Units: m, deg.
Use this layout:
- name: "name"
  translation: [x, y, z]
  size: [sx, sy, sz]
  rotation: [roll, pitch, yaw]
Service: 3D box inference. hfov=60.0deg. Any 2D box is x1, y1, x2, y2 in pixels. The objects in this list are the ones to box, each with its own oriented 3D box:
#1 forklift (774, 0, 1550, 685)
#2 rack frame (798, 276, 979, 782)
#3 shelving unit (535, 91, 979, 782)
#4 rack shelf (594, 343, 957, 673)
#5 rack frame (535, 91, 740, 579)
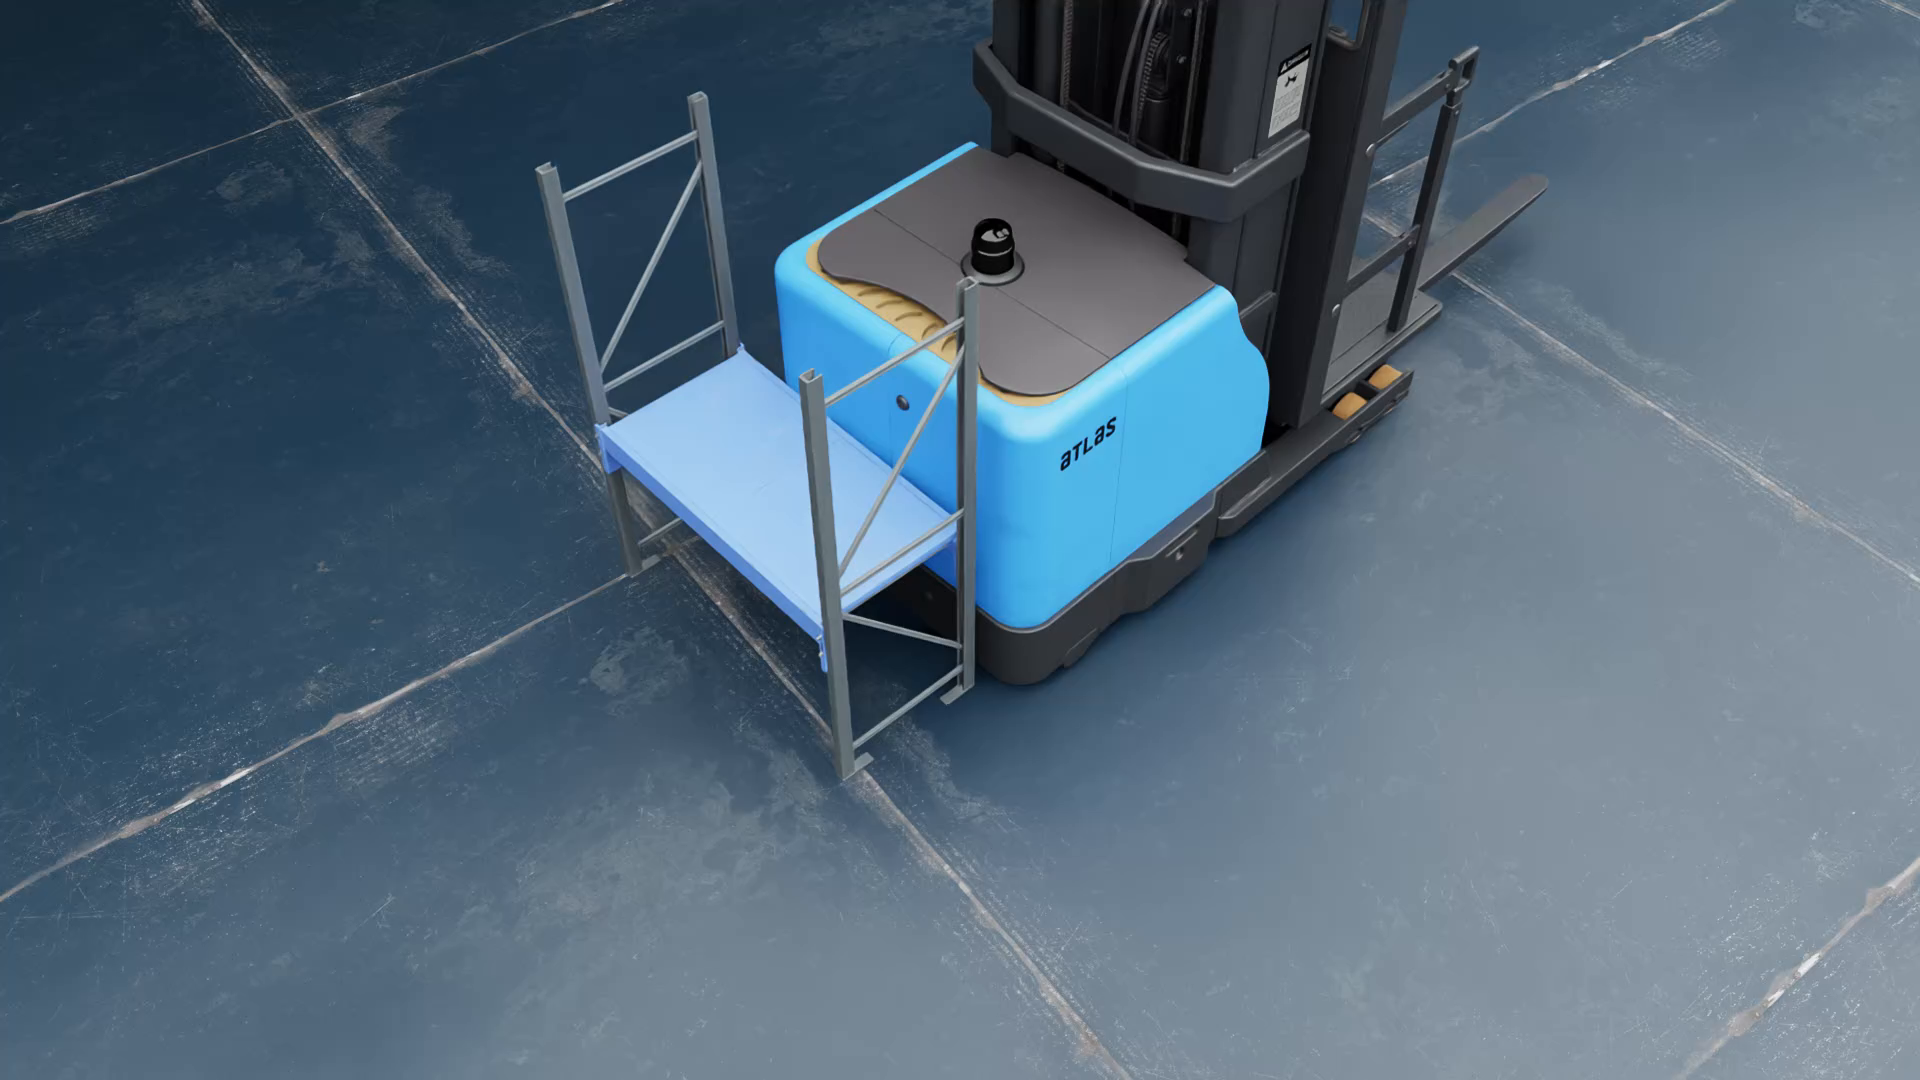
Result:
- name: "forklift"
  translation: [0.877, -1.553, 4.679]
  size: [3.031, 2.935, 1.130]
  rotation: [-36, 57, -28]
- name: "rack frame"
  translation: [-0.151, 0.038, 4.203]
  size: [0.500, 1.500, 0.032]
  rotation: [-34, 56, -27]
- name: "shelving unit"
  translation: [-0.495, -0.239, 4.454]
  size: [0.538, 1.500, 1.048]
  rotation: [-34, 56, -27]
- name: "rack shelf"
  translation: [-0.495, -0.118, 4.587]
  size: [0.538, 0.185, 1.000]
  rotation: [-34, 56, -27]
- name: "rack frame"
  translation: [-0.840, -0.516, 4.705]
  size: [0.500, 1.500, 0.032]
  rotation: [-34, 56, -27]
